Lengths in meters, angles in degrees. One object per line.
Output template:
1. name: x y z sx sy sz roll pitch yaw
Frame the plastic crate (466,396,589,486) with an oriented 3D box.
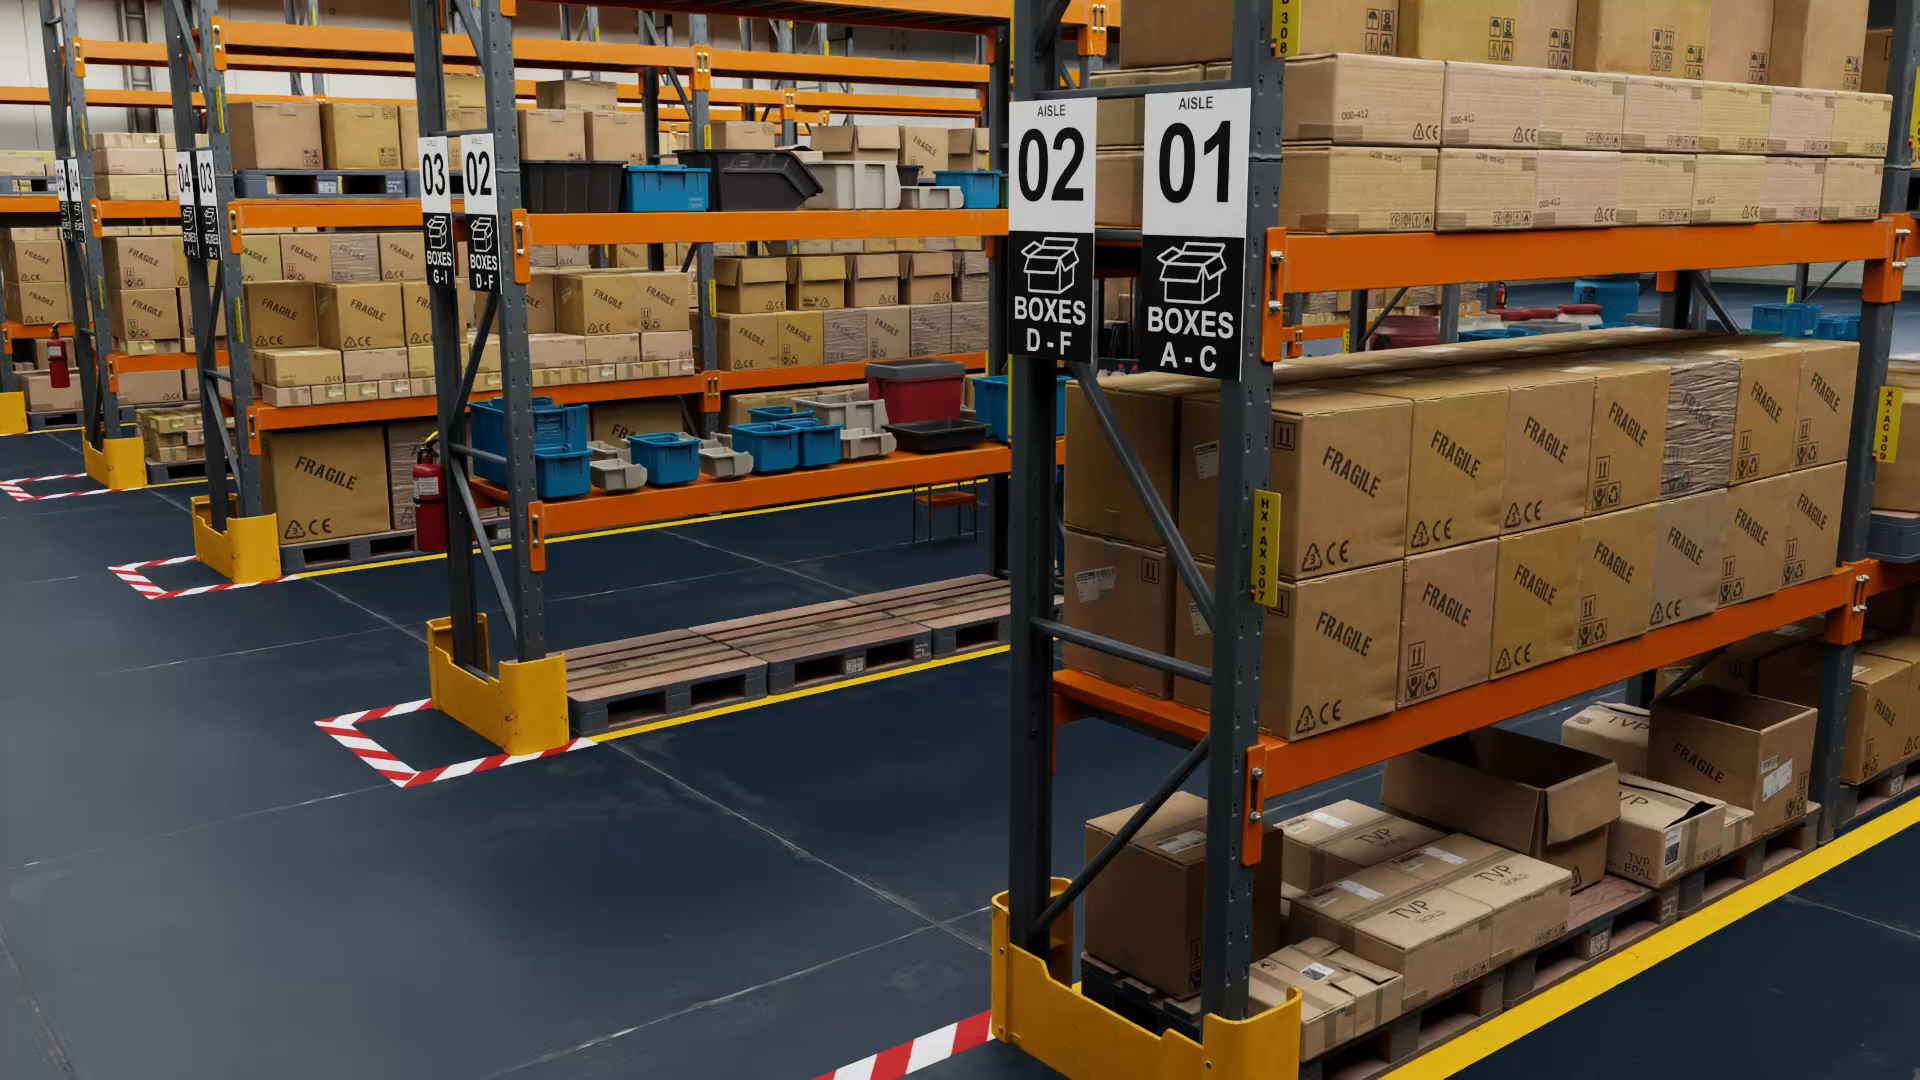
1. plastic crate: -2.423 -0.566 9.342 0.499 0.435 0.616 -9 15 -38

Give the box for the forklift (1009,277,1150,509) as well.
1. forklift: 1.809 -1.868 15.869 1.130 2.935 3.031 11 16 41

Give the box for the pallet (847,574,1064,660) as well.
1. pallet: 0.006 0.501 11.260 1.213 0.211 1.003 -9 15 -38

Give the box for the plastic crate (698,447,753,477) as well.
1. plastic crate: -1.337 -0.441 9.472 0.298 0.136 0.250 -9 15 -38

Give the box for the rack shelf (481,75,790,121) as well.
1. rack shelf: -3.996 -5.232 19.798 4.000 0.370 1.077 -9 15 -38

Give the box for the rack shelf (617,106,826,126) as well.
1. rack shelf: -4.044 -6.541 25.961 4.000 0.370 1.077 -9 15 -38

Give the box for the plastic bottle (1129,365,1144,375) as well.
1. plastic bottle: 1.304 -1.113 12.269 0.185 0.351 0.144 -9 15 -38

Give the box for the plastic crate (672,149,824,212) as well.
1. plastic crate: -1.203 -2.036 9.423 0.767 0.338 0.504 -9 15 -38

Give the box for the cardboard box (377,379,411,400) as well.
1. cardboard box: -4.576 -1.219 13.254 0.250 0.149 0.380 -10 15 -39

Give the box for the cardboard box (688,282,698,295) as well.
1. cardboard box: -3.338 -3.061 20.199 0.250 0.149 0.380 -10 15 -38

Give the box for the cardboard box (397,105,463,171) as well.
1. cardboard box: -4.401 -3.224 13.375 0.500 0.500 0.700 -11 16 -41

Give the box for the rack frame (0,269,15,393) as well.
1. rack frame: -11.852 -2.856 20.357 0.127 3.000 1.000 -9 15 -38

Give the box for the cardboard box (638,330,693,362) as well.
1. cardboard box: -2.719 -1.740 14.747 0.500 0.250 0.500 -10 15 -39

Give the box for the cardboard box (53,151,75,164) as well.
1. cardboard box: -13.268 -5.660 24.780 0.500 0.250 0.500 -9 15 -36

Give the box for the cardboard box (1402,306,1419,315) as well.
1. cardboard box: 5.633 -2.920 21.263 0.250 0.149 0.380 -9 15 -38

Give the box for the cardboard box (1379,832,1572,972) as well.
1. cardboard box: 1.907 1.334 6.185 0.500 0.250 0.500 -9 15 -38

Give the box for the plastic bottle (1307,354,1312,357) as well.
1. plastic bottle: 2.855 -1.387 13.722 0.133 0.283 0.061 -9 15 -38

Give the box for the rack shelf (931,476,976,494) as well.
1. rack shelf: -0.129 -0.500 13.917 0.480 0.148 0.258 -9 15 -38

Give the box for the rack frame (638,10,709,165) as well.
1. rack frame: -2.538 -4.702 14.609 0.127 3.000 1.000 -9 15 -38

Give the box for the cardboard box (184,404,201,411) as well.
1. cardboard box: -8.071 -1.355 17.711 0.250 0.149 0.380 -10 15 -39

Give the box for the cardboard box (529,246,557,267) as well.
1. cardboard box: -6.241 -4.255 24.296 0.500 0.500 0.500 -9 15 -37

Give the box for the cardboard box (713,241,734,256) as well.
1. cardboard box: -3.901 -4.517 26.212 0.500 0.500 0.500 -10 16 -40

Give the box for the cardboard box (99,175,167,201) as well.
1. cardboard box: -8.171 -3.477 16.421 0.500 0.250 0.500 -9 15 -36

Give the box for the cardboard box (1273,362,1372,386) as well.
1. cardboard box: 1.094 -0.348 5.896 0.500 0.500 0.500 -9 15 -36

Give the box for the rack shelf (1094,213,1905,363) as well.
1. rack shelf: 2.086 -1.016 6.204 4.000 0.370 1.077 -9 15 -38

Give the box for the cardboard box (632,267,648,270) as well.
1. cardboard box: -3.941 -3.279 20.509 0.250 0.149 0.380 -9 15 -36

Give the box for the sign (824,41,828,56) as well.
1. sign: -2.131 -7.793 26.533 0.005 0.325 0.100 -9 15 -38

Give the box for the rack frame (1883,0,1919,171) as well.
1. rack frame: 3.648 -3.095 7.040 0.127 3.000 1.000 -9 15 -38

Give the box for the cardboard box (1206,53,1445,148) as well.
1. cardboard box: 1.088 -1.304 4.986 0.500 0.250 0.500 -9 15 -38

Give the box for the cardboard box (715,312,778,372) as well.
1. cardboard box: -2.023 -1.836 15.312 0.500 0.500 0.500 -9 15 -37

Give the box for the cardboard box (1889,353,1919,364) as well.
1. cardboard box: 5.516 -0.746 9.169 0.500 0.500 0.700 -6 13 -27

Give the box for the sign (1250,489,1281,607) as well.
1. sign: 0.863 0.023 4.714 0.005 0.325 0.100 -9 15 -38

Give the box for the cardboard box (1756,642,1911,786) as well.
1. cardboard box: 4.178 0.824 7.987 0.500 0.500 0.500 -10 16 -40

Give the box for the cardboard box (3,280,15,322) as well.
1. cardboard box: -11.641 -3.010 20.844 0.500 0.500 0.500 -9 15 -37

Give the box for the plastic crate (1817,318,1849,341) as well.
1. plastic crate: 9.212 -2.252 17.870 0.408 0.251 0.499 -9 15 -38

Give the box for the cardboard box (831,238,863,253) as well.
1. cardboard box: -1.683 -3.765 21.989 0.500 0.500 0.700 -10 15 -38

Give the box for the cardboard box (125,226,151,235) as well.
1. cardboard box: -10.380 -3.878 20.963 0.250 0.149 0.380 -9 15 -37

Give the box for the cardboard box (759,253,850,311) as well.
1. cardboard box: -1.501 -2.479 15.925 0.637 0.503 0.797 -9 15 -37

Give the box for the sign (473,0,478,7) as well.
1. sign: -5.233 -5.925 17.928 0.005 0.325 0.100 -9 15 -38

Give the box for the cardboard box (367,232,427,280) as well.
1. cardboard box: -6.156 -3.096 18.123 0.500 0.500 0.500 -10 16 -39

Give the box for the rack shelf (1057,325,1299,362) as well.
1. rack shelf: 2.147 -2.194 18.973 4.000 0.370 1.077 -9 15 -38

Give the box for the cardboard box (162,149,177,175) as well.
1. cardboard box: -7.769 -3.787 16.680 0.500 0.250 0.500 -10 15 -38

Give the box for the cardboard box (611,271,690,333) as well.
1. cardboard box: -2.730 -2.104 14.654 0.500 0.500 0.500 -9 15 -36

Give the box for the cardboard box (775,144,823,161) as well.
1. cardboard box: -1.625 -3.525 15.488 0.500 0.311 0.500 -10 16 -40

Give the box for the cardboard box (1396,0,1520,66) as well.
1. cardboard box: 1.358 -1.767 5.360 0.500 0.500 0.700 -9 15 -38

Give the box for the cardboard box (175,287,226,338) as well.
1. cardboard box: -7.756 -2.348 17.007 0.500 0.500 0.500 -9 15 -38

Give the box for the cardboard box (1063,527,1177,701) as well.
1. cardboard box: 0.704 0.207 5.690 0.500 0.500 0.500 -9 15 -36

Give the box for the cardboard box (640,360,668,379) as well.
1. cardboard box: -2.773 -1.519 14.664 0.250 0.149 0.380 -9 15 -37

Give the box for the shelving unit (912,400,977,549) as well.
1. shelving unit: -0.129 -0.565 13.903 0.503 1.200 0.258 -9 15 -38

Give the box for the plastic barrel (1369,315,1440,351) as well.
1. plastic barrel: 3.853 -1.659 14.394 0.708 0.536 0.600 -9 15 -38

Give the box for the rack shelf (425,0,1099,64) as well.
1. rack shelf: -1.006 -3.092 9.720 4.000 0.370 1.077 -9 15 -38

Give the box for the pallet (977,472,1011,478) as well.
1. pallet: -0.077 -0.833 17.542 1.213 0.211 1.003 -9 15 -38

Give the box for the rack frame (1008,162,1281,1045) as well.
1. rack frame: 0.524 0.359 5.219 0.127 3.000 1.000 -9 15 -38

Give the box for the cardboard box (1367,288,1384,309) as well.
1. cardboard box: 4.839 -3.189 20.968 0.500 0.500 0.875 -9 15 -38

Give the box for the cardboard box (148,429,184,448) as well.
1. cardboard box: -8.112 -1.049 16.984 0.250 0.149 0.380 -9 15 -35

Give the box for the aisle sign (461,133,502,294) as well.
1. aisle sign: -2.438 -1.659 8.464 0.004 0.787 0.394 -9 15 -38

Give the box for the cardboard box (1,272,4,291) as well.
1. cardboard box: -14.040 -3.813 24.511 0.500 0.250 0.500 -9 15 -37
